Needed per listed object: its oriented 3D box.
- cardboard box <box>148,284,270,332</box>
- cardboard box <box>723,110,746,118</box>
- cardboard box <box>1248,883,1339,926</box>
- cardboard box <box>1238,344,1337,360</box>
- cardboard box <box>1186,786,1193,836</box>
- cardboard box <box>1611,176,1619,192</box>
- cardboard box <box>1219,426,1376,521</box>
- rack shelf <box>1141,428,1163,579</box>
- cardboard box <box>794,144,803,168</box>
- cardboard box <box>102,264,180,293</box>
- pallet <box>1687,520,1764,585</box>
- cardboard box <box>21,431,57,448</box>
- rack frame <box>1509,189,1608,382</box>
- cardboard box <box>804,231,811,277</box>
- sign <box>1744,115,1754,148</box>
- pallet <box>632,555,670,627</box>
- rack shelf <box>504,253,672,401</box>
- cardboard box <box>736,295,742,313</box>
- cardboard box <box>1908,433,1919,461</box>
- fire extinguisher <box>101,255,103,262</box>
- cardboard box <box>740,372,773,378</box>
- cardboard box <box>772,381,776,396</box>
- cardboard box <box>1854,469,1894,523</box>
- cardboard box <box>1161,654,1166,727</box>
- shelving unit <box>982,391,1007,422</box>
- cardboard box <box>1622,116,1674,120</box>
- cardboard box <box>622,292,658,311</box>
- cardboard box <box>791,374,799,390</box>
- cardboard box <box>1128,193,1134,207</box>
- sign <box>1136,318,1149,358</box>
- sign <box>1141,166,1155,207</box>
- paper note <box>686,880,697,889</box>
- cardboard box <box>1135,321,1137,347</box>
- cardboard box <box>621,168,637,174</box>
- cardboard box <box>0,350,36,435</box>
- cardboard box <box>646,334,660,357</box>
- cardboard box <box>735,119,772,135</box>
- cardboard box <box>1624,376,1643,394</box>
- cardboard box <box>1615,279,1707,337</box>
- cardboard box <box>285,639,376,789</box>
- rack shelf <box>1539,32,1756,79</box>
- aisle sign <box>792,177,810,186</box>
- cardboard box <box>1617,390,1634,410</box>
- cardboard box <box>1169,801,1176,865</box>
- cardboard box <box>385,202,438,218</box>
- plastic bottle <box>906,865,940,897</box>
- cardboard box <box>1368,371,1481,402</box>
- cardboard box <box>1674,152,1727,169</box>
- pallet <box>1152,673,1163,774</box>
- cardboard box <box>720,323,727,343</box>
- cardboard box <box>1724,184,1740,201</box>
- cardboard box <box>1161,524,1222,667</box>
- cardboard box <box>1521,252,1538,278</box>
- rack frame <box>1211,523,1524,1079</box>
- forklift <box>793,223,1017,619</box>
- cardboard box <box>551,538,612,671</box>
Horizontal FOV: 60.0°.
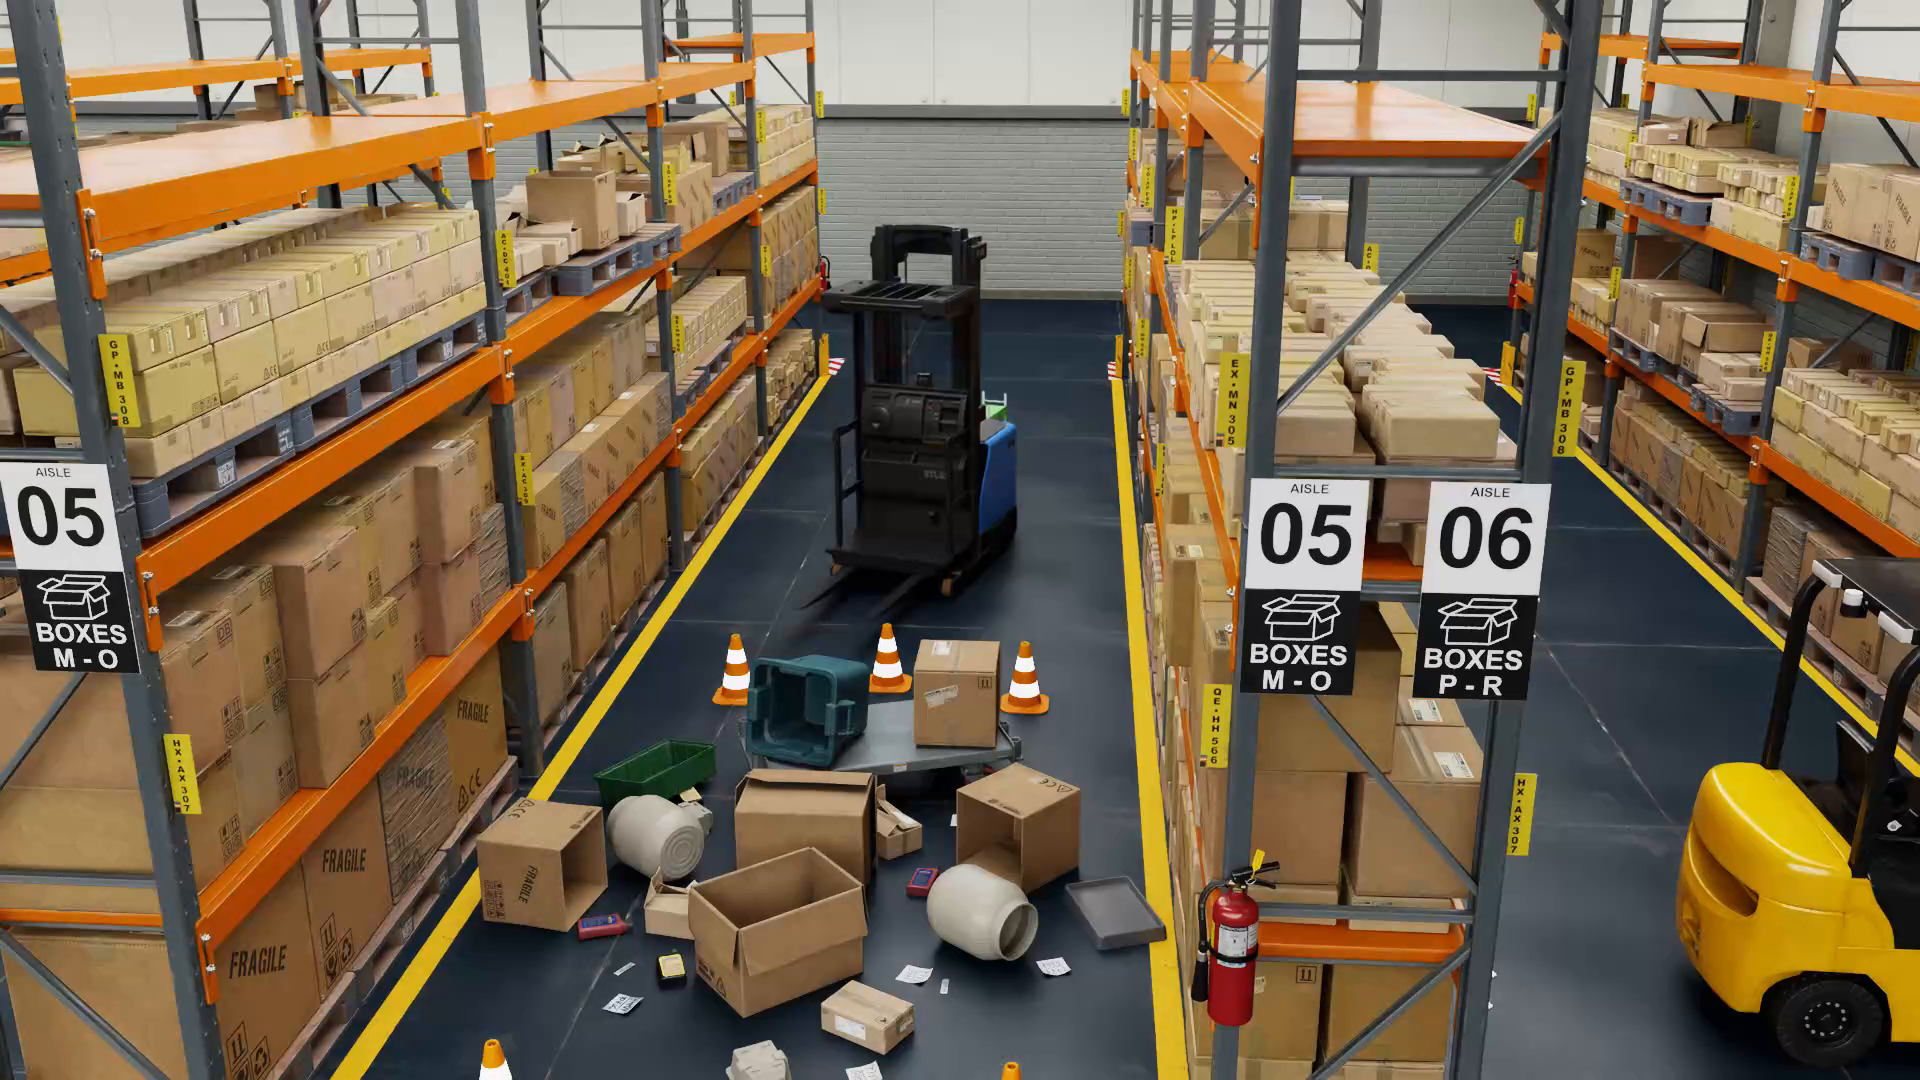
[{"bbox_3d":[-3.071,-0.951,6.806,0.380,0.149,0.250,1,18,4],"label":"cardboard box"},{"bbox_3d":[-2.631,-5.022,19.741,0.380,0.149,0.250,2,18,5],"label":"cardboard box"},{"bbox_3d":[1.290,1.391,6.591,0.380,0.149,0.250,2,18,6],"label":"cardboard box"},{"bbox_3d":[1.357,-0.717,6.925,0.380,0.149,0.250,1,18,4],"label":"cardboard box"},{"bbox_3d":[1.275,1.305,7.946,0.380,0.149,0.250,2,18,6],"label":"cardboard box"},{"bbox_3d":[7.040,-3.725,17.388,0.380,0.149,0.250,1,18,4],"label":"cardboard box"},{"bbox_3d":[1.245,-0.268,6.197,0.500,0.250,0.500,1,18,3],"label":"cardboard box"},{"bbox_3d":[1.907,-0.129,11.982,1.077,0.370,4.000,1,18,4],"label":"rack shelf"},{"bbox_3d":[-2.168,-4.551,19.744,0.500,0.250,0.500,2,18,6],"label":"cardboard box"},{"bbox_3d":[-3.691,-1.126,7.339,0.380,0.149,0.250,1,18,3],"label":"cardboard box"},{"bbox_3d":[7.093,0.112,14.571,1.003,0.211,1.213,1,18,4],"label":"pallet"},{"bbox_3d":[-3.763,-0.429,6.493,0.380,0.149,0.250,1,18,4],"label":"cardboard box"},{"bbox_3d":[7.575,-3.467,21.014,1.000,3.000,0.127,1,18,4],"label":"rack frame"},{"bbox_3d":[-2.138,-3.540,20.597,0.500,0.500,0.500,1,18,3],"label":"cardboard box"},{"bbox_3d":[7.842,-4.072,16.579,0.100,0.325,0.005,1,18,4],"label":"sign"},{"bbox_3d":[-3.026,0.397,13.699,1.003,0.211,1.213,1,18,4],"label":"pallet"},{"bbox_3d":[-3.038,-1.634,11.757,1.077,0.370,4.000,1,18,4],"label":"rack shelf"},{"bbox_3d":[-2.457,-2.425,17.086,0.380,0.149,0.250,1,18,4],"label":"cardboard box"},{"bbox_3d":[6.580,-0.605,11.075,0.380,0.149,0.250,1,18,4],"label":"cardboard box"},{"bbox_3d":[-11.737,-3.731,22.543,0.296,0.674,0.183,1,18,4],"label":"fire extinguisher"},{"bbox_3d":[-2.328,-1.807,18.897,0.380,0.149,0.250,1,18,3],"label":"cardboard box"},{"bbox_3d":[-2.330,-1.746,19.188,0.380,0.149,0.250,0,18,1],"label":"cardboard box"},{"bbox_3d":[6.616,-0.302,11.594,0.500,0.250,0.500,2,18,6],"label":"cardboard box"},{"bbox_3d":[1.799,1.036,10.816,0.950,0.372,0.625,2,18,5],"label":"cardboard box"},{"bbox_3d":[0.239,-0.746,15.599,0.258,1.200,0.503,7,19,19],"label":"shelving unit"},{"bbox_3d":[7.694,-4.579,18.551,0.500,0.250,0.500,1,18,4],"label":"cardboard box"},{"bbox_3d":[-3.168,-2.341,16.351,0.380,0.149,0.250,1,18,3],"label":"cardboard box"},{"bbox_3d":[-2.173,-1.928,20.222,0.380,0.149,0.250,2,18,5],"label":"cardboard box"},{"bbox_3d":[2.241,-4.142,20.267,0.380,0.149,0.250,2,18,6],"label":"cardboard box"},{"bbox_3d":[1.496,-1.654,13.620,0.100,0.325,0.005,1,18,4],"label":"sign"},{"bbox_3d":[1.497,-2.816,13.252,0.100,0.325,0.005,1,18,4],"label":"sign"},{"bbox_3d":[-1.453,1.948,9.268,0.172,0.023,0.155,8,20,23],"label":"paper note"},{"bbox_3d":[1.918,-1.895,15.653,0.500,0.250,0.500,1,18,2],"label":"cardboard box"},{"bbox_3d":[-3.084,-2.983,14.558,0.500,0.500,0.500,1,18,4],"label":"cardboard box"},{"bbox_3d":[-3.711,-0.587,6.337,0.500,0.250,0.500,2,18,5],"label":"cardboard box"},{"bbox_3d":[-2.668,-1.675,14.317,0.380,0.149,0.250,1,18,4],"label":"cardboard box"},{"bbox_3d":[-2.267,-4.522,18.215,0.380,0.149,0.250,1,18,2],"label":"cardboard box"},{"bbox_3d":[7.057,-1.579,17.073,0.380,0.149,0.250,1,18,3],"label":"cardboard box"},{"bbox_3d":[7.030,-2.327,16.698,0.700,0.500,0.500,2,18,5],"label":"cardboard box"},{"bbox_3d":[-3.303,0.783,7.801,0.875,0.550,0.550,1,18,4],"label":"cardboard box"},{"bbox_3d":[7.431,-5.353,18.297,1.077,0.370,4.000,1,18,4],"label":"rack shelf"},{"bbox_3d":[-2.016,-4.907,21.234,0.394,0.787,0.004,1,18,4],"label":"aisle sign"},{"bbox_3d":[6.997,-1.439,17.124,0.380,0.149,0.250,2,18,7],"label":"cardboard box"},{"bbox_3d":[1.425,1.600,9.290,0.500,0.250,0.500,2,18,7],"label":"cardboard box"},{"bbox_3d":[-7.034,-4.067,21.404,0.500,0.500,0.500,2,18,5],"label":"cardboard box"},{"bbox_3d":[-0.200,1.905,9.337,0.133,0.061,0.283,4,19,13],"label":"plastic bottle"},{"bbox_3d":[1.787,-0.553,6.427,0.380,0.149,0.250,1,18,4],"label":"cardboard box"},{"bbox_3d":[6.869,-3.513,15.427,0.380,0.149,0.250,2,18,5],"label":"cardboard box"},{"bbox_3d":[1.818,1.233,11.147,1.003,0.211,1.213,1,18,4],"label":"pallet"},{"bbox_3d":[-2.509,-2.044,16.399,0.380,0.149,0.250,1,18,2],"label":"cardboard box"},{"bbox_3d":[6.905,-3.041,14.496,0.380,0.149,0.250,2,18,6],"label":"cardboard box"},{"bbox_3d":[1.273,0.247,7.434,0.700,0.500,0.500,1,18,3],"label":"cardboard box"},{"bbox_3d":[7.274,-3.402,20.579,0.500,0.250,0.500,1,18,4],"label":"cardboard box"},{"bbox_3d":[1.477,1.392,6.183,1.000,3.000,0.127,1,18,4],"label":"rack frame"},{"bbox_3d":[-0.461,-1.060,13.777,1.130,2.935,3.031,7,19,19],"label":"forklift"},{"bbox_3d":[-3.153,0.446,12.010,1.050,0.750,0.750,1,18,4],"label":"cardboard box"}]
